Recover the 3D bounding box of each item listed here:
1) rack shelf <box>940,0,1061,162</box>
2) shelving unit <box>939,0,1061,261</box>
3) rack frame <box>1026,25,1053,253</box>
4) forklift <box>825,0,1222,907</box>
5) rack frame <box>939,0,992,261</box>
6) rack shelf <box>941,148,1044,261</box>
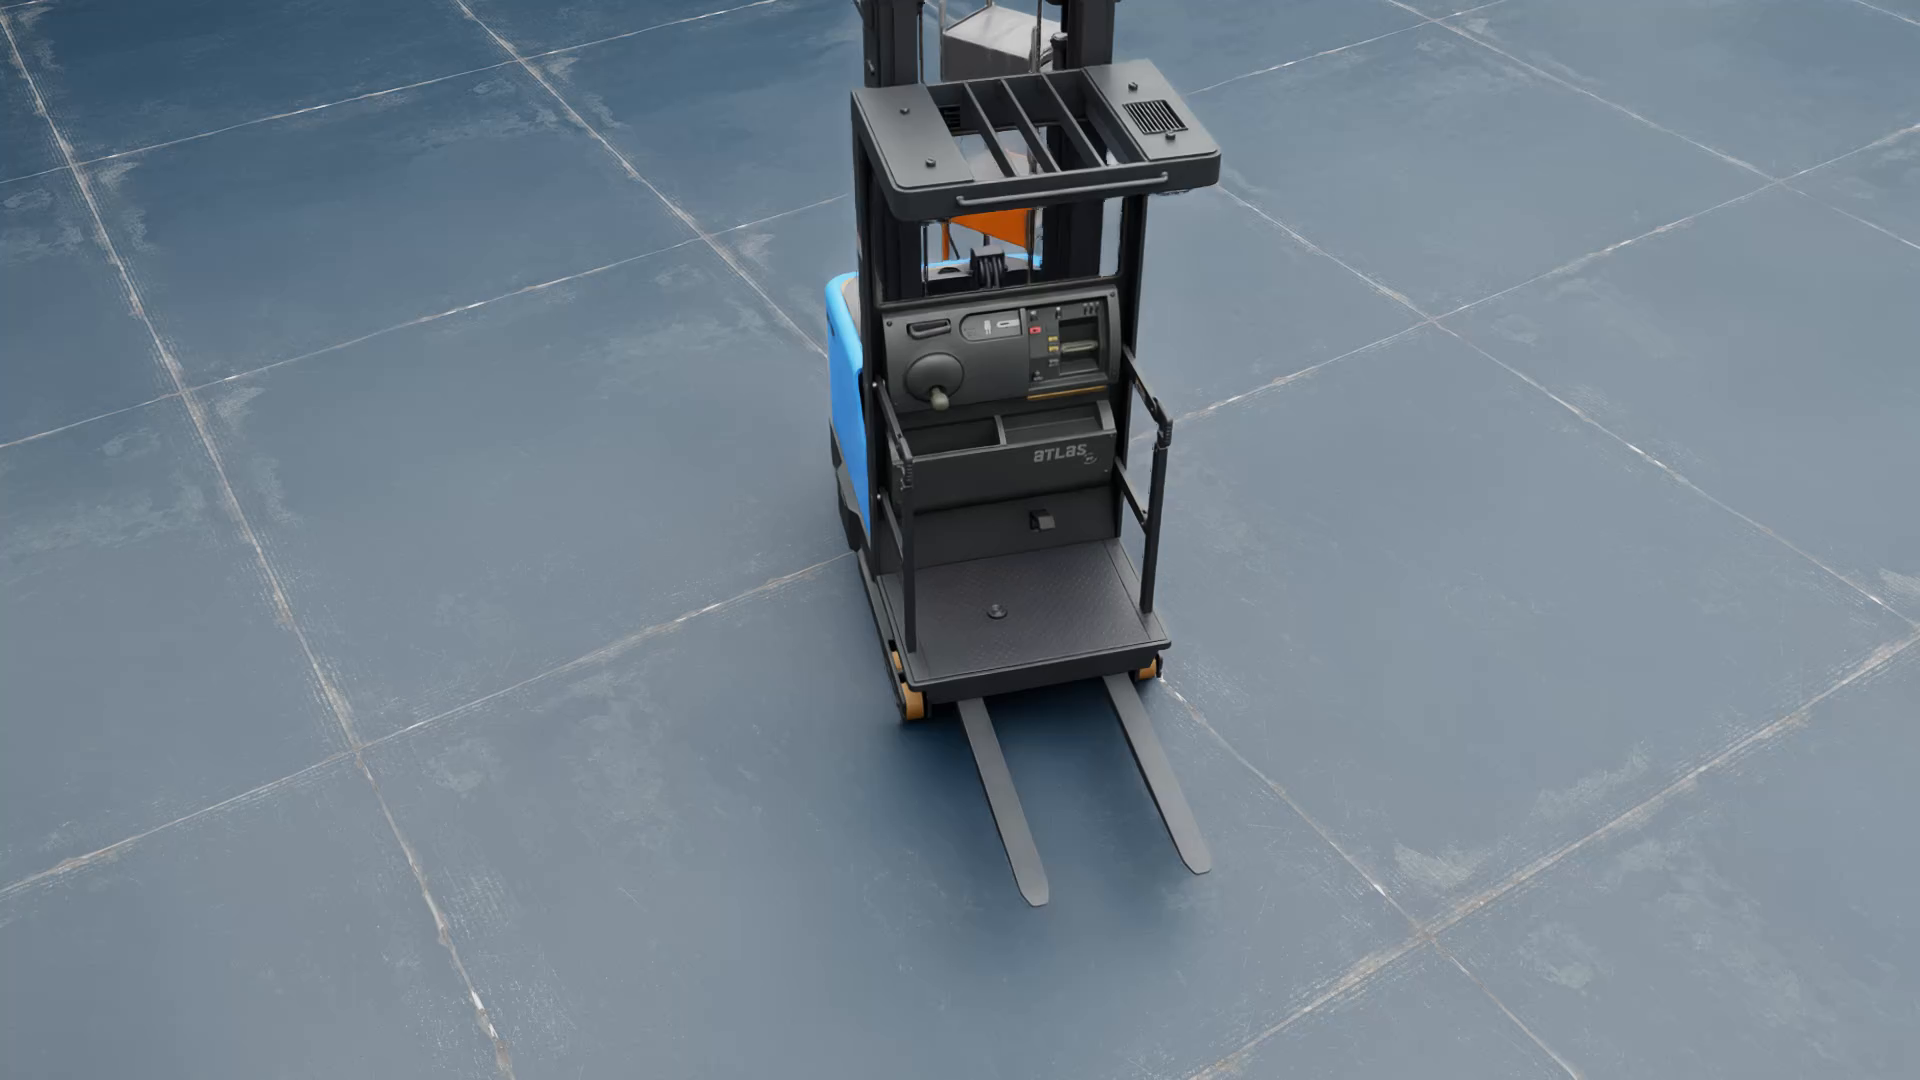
[{"bbox_3d":[0.228,-2.098,7.554,0.480,0.518,0.431,24,46,26],"label":"rack shelf"},{"bbox_3d":[0.229,-1.570,7.994,0.503,2.100,0.431,24,46,26],"label":"shelving unit"},{"bbox_3d":[0.428,-1.480,7.885,0.015,2.100,0.400,24,46,26],"label":"rack frame"},{"bbox_3d":[0.220,-0.656,6.247,1.130,2.935,3.031,-9,41,-10],"label":"forklift"},{"bbox_3d":[0.030,-1.661,8.102,0.015,2.100,0.400,24,46,26],"label":"rack frame"},{"bbox_3d":[0.229,-1.560,8.003,0.480,0.518,0.431,24,46,26],"label":"rack shelf"}]
